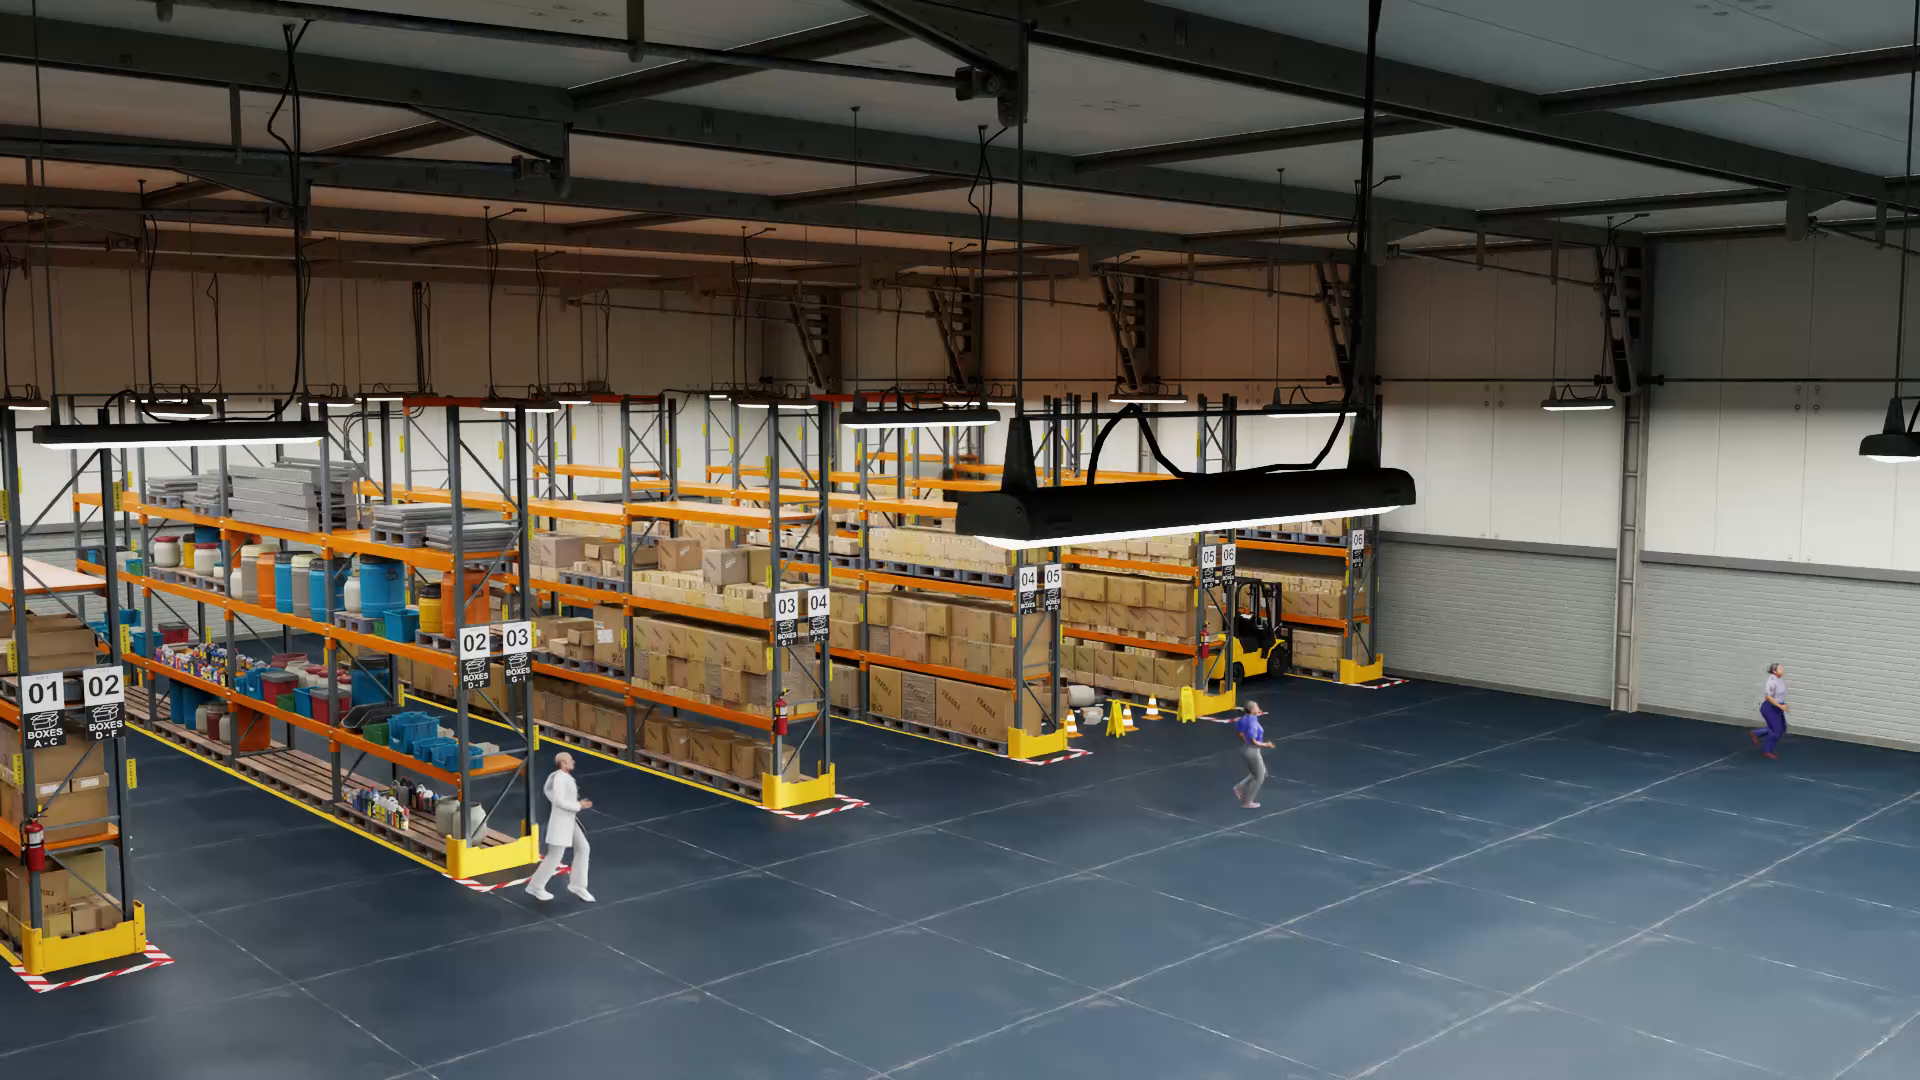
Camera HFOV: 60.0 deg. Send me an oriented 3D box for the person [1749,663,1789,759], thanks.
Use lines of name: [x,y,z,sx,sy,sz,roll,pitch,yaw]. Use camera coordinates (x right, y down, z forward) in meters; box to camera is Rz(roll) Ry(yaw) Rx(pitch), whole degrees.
person: [13.597,2.849,27.889,0.604,1.617,0.615,4,7,35]

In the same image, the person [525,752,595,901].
person: [-4.873,3.494,20.274,0.824,1.817,0.734,-1,6,-5]

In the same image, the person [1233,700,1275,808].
person: [4.341,3.154,24.551,0.568,1.609,0.570,-1,6,-7]

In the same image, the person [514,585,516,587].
person: [-10.775,1.681,39.885,0.604,1.651,0.792,4,7,36]
